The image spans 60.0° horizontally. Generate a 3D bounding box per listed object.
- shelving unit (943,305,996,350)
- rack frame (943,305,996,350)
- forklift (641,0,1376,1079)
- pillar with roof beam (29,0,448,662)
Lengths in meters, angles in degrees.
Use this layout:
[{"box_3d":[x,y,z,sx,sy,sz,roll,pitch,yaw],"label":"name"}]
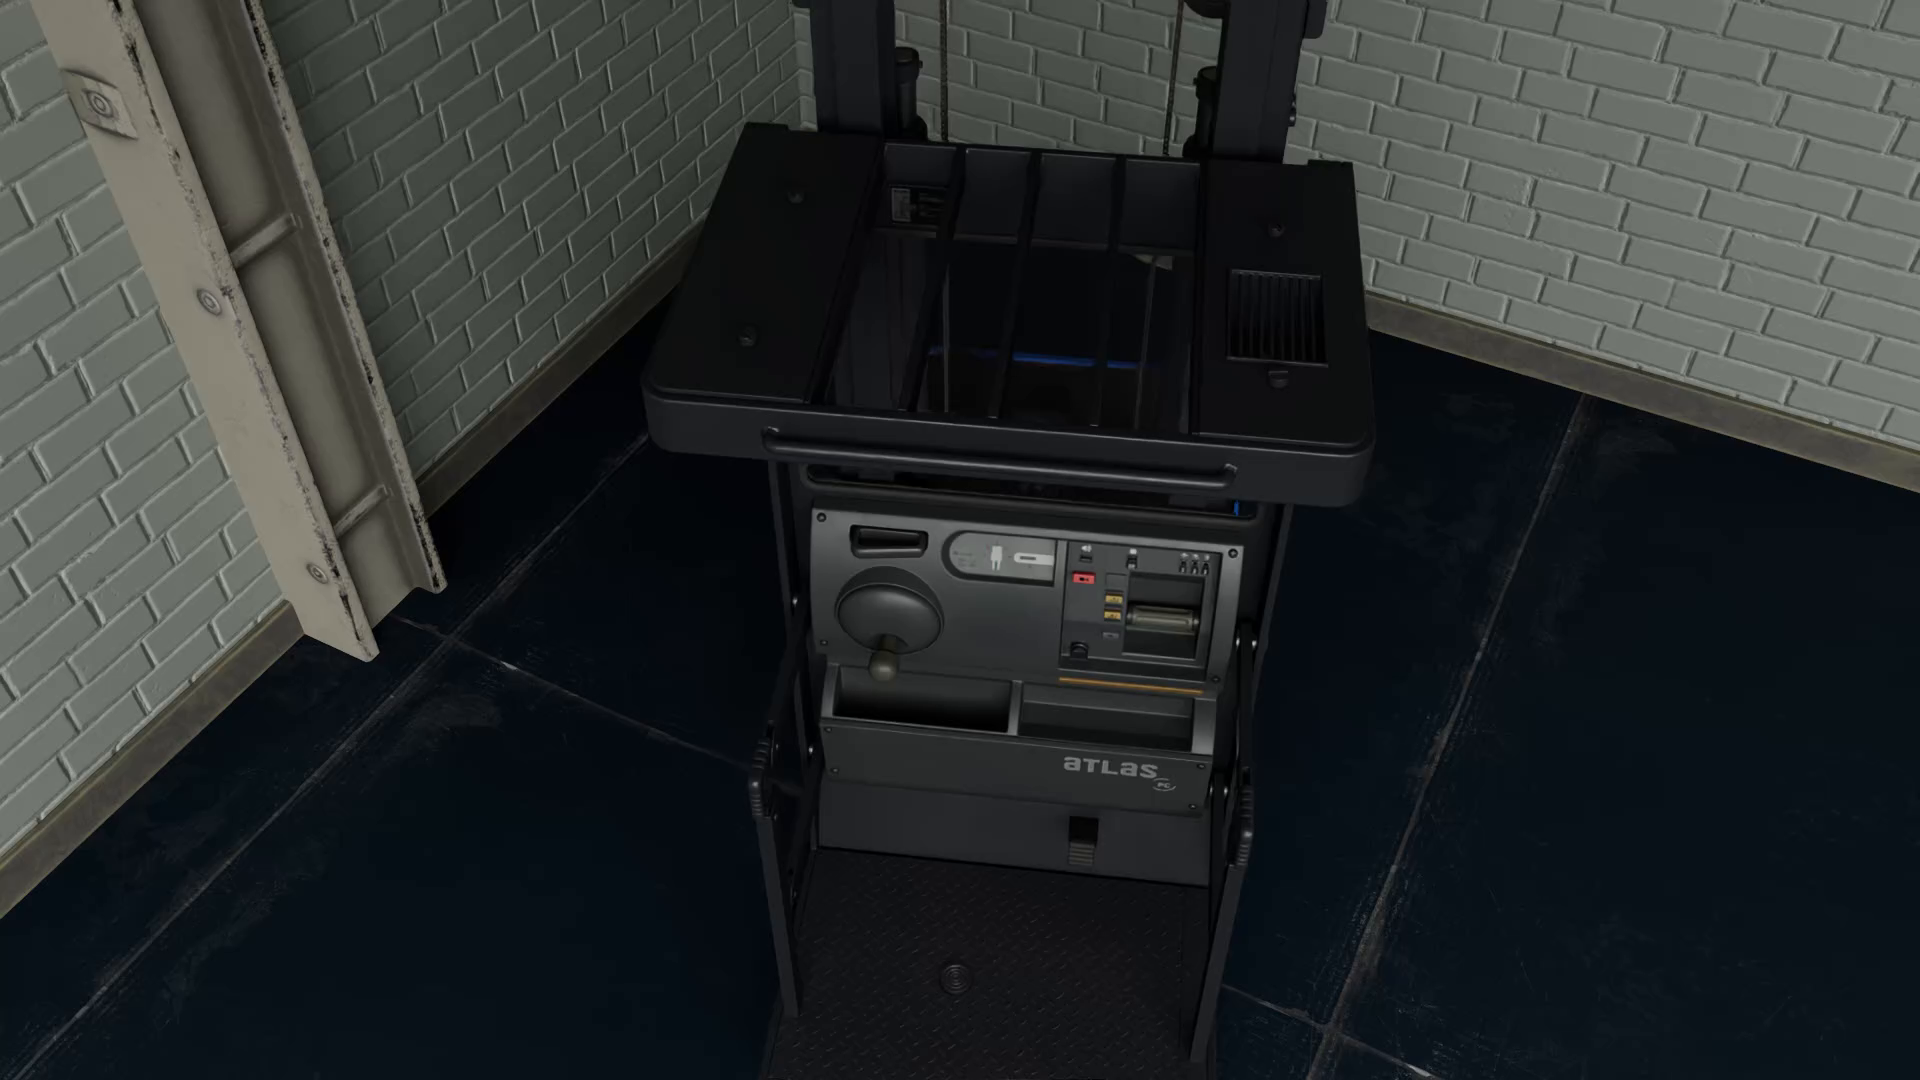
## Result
[{"box_3d":[-0.047,-0.317,5.431,0.210,0.900,0.258,-33,54,-28],"label":"shelving unit"},{"box_3d":[0.028,-0.366,5.479,0.006,0.900,0.240,-33,54,-28],"label":"rack frame"},{"box_3d":[0.112,0.231,3.461,1.130,2.935,3.031,5,46,5],"label":"forklift"},{"box_3d":[1.863,-1.522,0.927,9.100,9.000,0.400,20,49,19],"label":"pillar with roof beam"}]
